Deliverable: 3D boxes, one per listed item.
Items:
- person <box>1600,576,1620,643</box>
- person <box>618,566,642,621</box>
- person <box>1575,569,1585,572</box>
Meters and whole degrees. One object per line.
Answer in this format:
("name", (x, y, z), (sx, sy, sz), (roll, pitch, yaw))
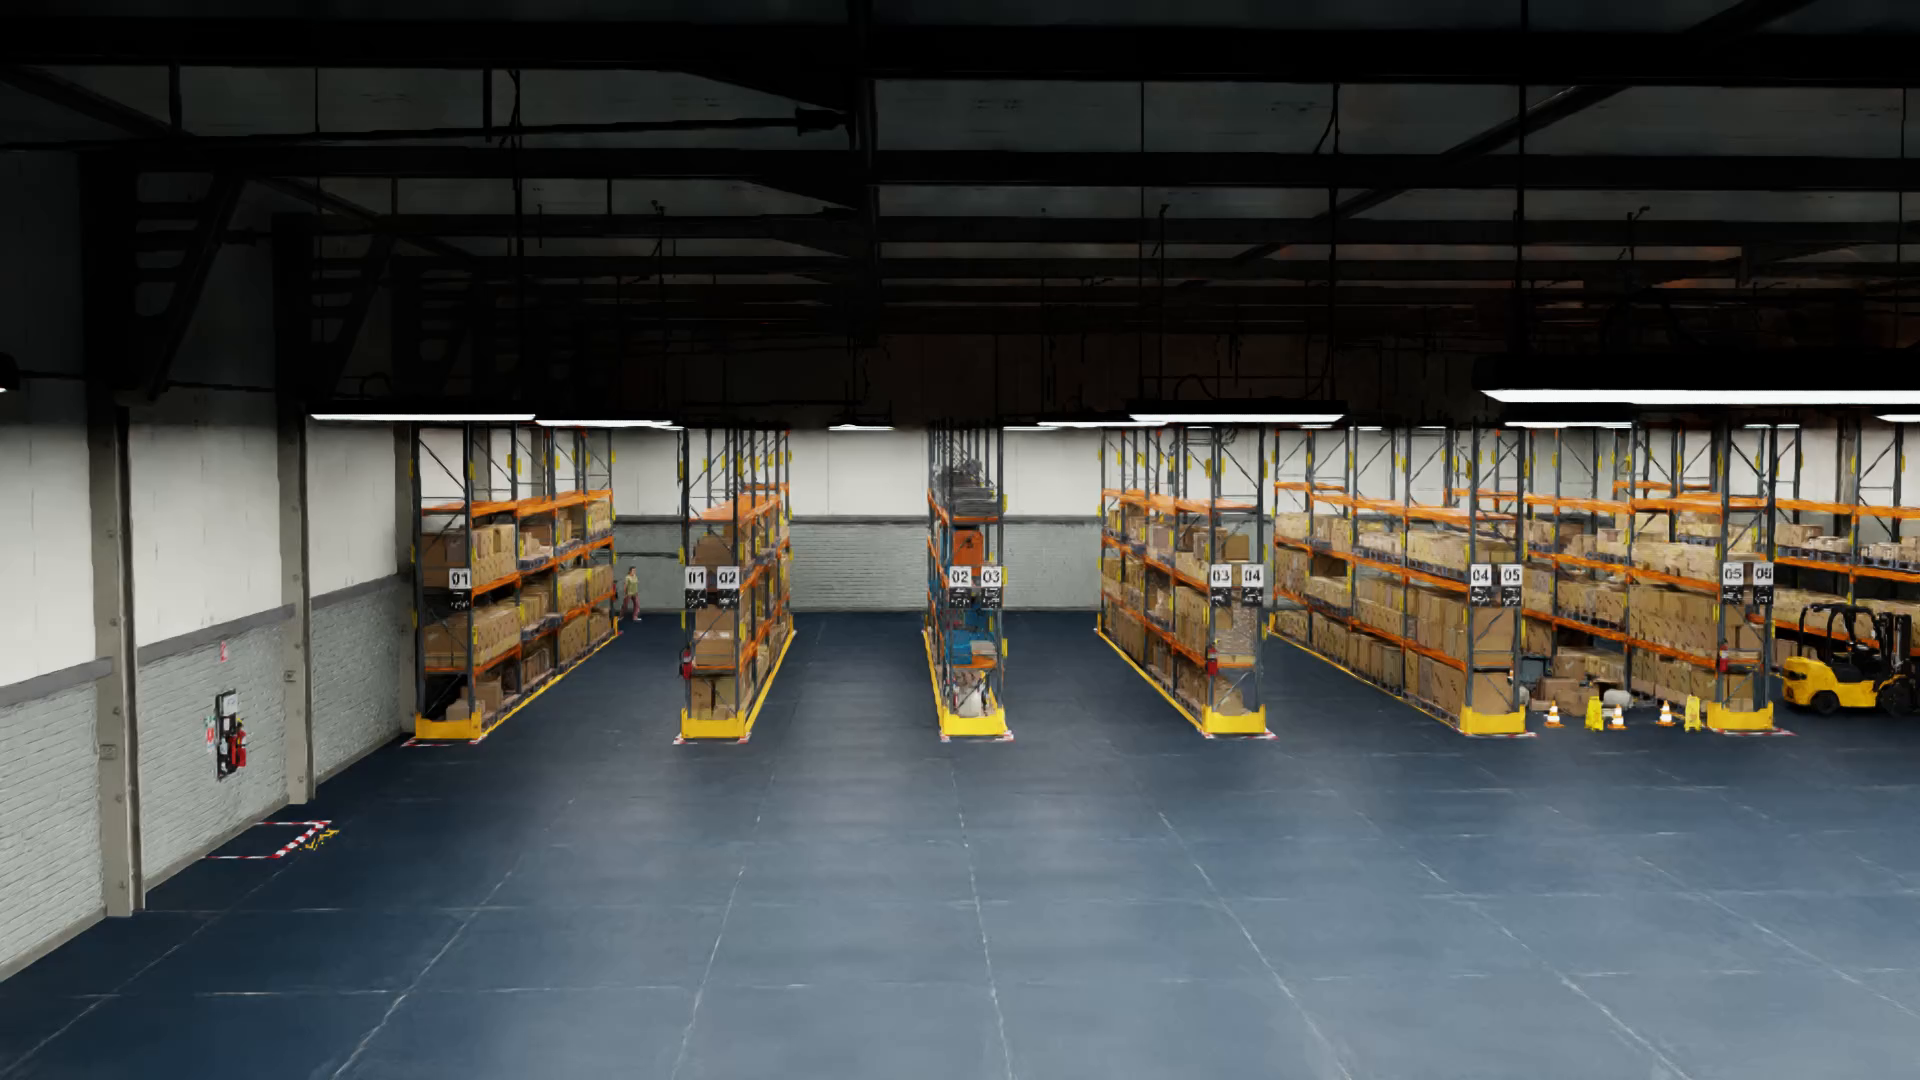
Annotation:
("person", (17.762, 1.887, 45.298), (0.540, 1.797, 0.585), (1, 4, 11))
("person", (-10.020, 1.622, 50.216), (0.624, 1.661, 0.615), (-4, 5, -44))
("person", (19.545, 1.598, 52.470), (0.511, 1.400, 0.921), (1, 4, 18))
